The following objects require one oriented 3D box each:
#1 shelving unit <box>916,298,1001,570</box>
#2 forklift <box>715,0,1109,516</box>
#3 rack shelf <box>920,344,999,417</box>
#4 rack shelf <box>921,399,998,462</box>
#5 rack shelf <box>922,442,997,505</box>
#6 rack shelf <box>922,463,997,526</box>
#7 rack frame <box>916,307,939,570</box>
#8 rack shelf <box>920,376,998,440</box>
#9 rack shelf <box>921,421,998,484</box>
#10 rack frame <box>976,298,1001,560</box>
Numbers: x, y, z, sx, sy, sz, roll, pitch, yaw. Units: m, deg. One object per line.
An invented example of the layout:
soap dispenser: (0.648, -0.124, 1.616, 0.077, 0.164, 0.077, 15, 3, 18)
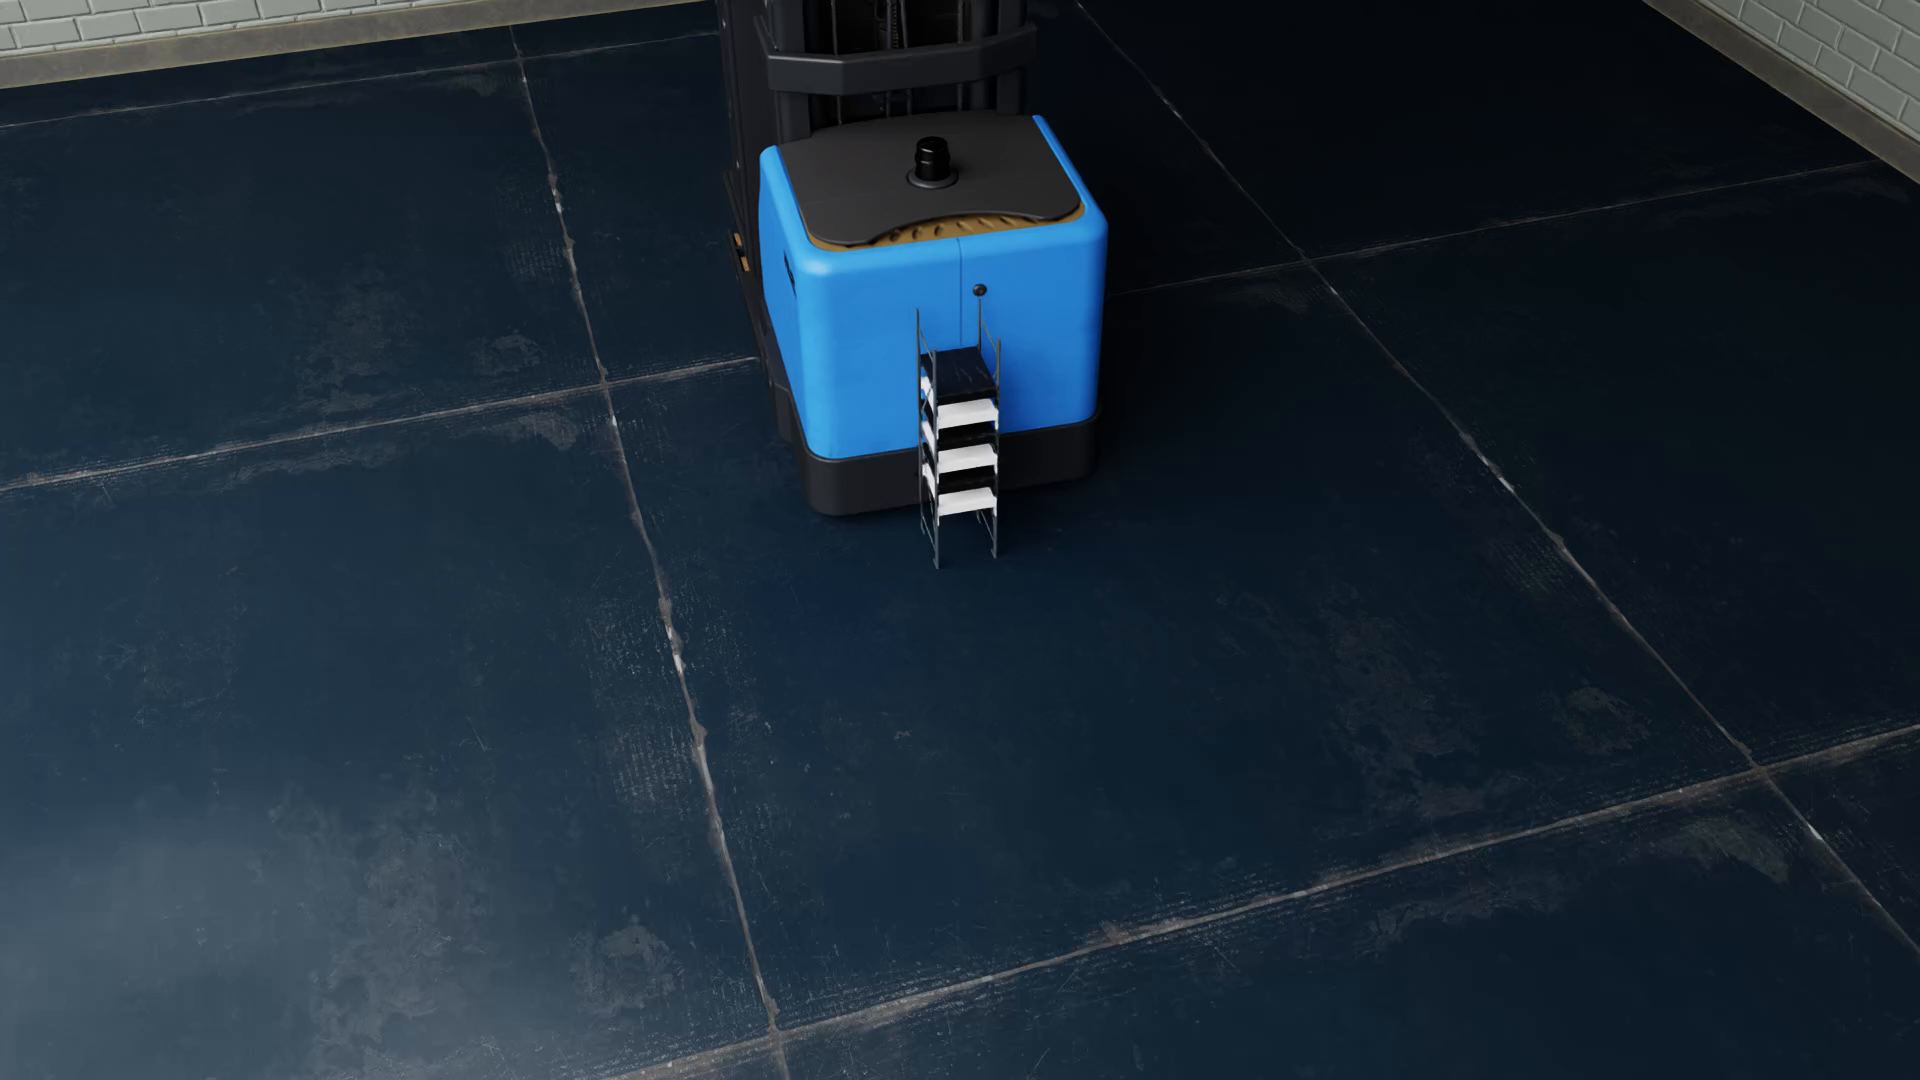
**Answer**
shelving unit: (-0.007, -0.332, 5.446, 0.210, 0.900, 0.258, -10, 42, -11)
forklift: (-0.359, -2.167, 6.003, 1.130, 2.935, 3.031, -9, 42, -10)
rack shelf: (-0.007, -0.510, 5.290, 0.200, 0.077, 0.258, -10, 42, -11)
rack shelf: (-0.007, -0.374, 5.408, 0.200, 0.077, 0.258, -10, 42, -11)
rack shelf: (-0.007, -0.239, 5.527, 0.200, 0.077, 0.258, -10, 42, -11)
rack shelf: (-0.007, -0.171, 5.586, 0.200, 0.077, 0.258, -10, 42, -11)
rack frame: (-0.105, -0.314, 5.426, 0.006, 0.900, 0.240, -10, 42, -11)
rack shelf: (-0.007, -0.442, 5.349, 0.200, 0.077, 0.258, -10, 42, -11)
rack shelf: (-0.007, -0.306, 5.467, 0.200, 0.077, 0.258, -10, 42, -11)
rack frame: (0.091, -0.349, 5.465, 0.006, 0.900, 0.240, -10, 42, -11)
